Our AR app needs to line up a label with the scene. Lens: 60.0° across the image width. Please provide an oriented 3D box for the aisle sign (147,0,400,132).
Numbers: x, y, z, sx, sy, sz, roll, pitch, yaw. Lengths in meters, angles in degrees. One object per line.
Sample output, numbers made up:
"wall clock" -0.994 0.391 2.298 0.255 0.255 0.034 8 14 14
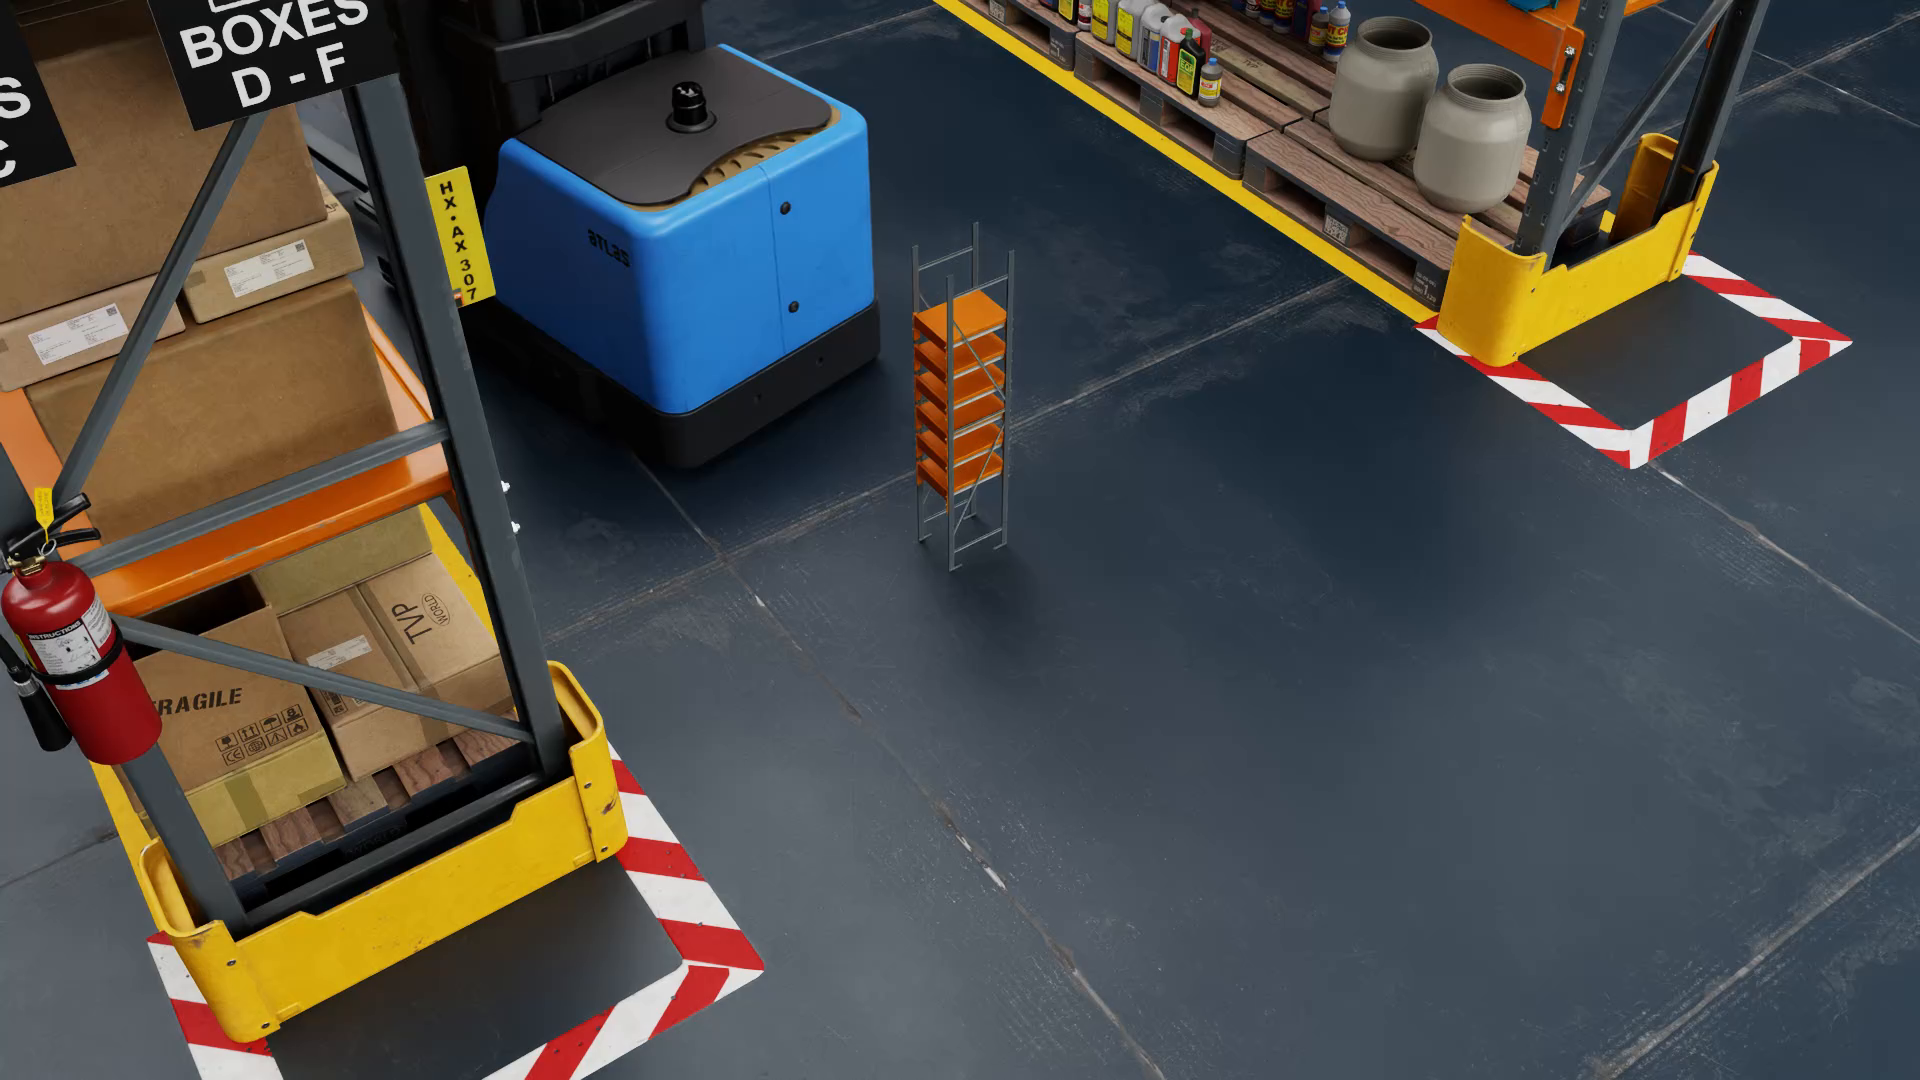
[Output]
"aisle sign" -1.244 -1.112 2.860 0.394 0.787 0.004 -26 49 -24

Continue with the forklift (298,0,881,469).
"forklift" -1.721 -2.213 5.945 3.031 2.935 1.130 33 53 30

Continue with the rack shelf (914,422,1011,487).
"rack shelf" 0.008 -0.307 5.441 0.258 0.103 0.180 -26 49 -24

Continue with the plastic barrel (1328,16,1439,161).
"plastic barrel" 1.806 -1.921 7.087 0.421 0.512 0.421 0 44 0

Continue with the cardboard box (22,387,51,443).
"cardboard box" -2.094 -0.689 4.227 0.700 0.500 0.500 -24 49 -23

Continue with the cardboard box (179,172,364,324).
"cardboard box" -1.581 -0.666 3.733 0.380 0.149 0.250 -26 49 -25

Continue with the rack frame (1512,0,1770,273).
"rack frame" 2.532 -2.042 5.717 1.000 3.000 0.127 -26 49 -24

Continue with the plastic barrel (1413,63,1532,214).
"plastic barrel" 2.093 -1.637 6.790 0.421 0.512 0.421 0 44 0

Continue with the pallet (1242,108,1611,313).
"pallet" 1.990 -1.520 7.190 1.003 0.211 1.213 -26 49 -24

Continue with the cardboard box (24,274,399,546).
"cardboard box" -1.789 -0.393 3.917 0.700 0.500 0.500 -26 49 -24

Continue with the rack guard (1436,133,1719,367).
"rack guard" 2.450 -1.163 6.606 1.175 0.500 0.348 -26 49 -24

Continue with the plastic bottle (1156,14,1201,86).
"plastic bottle" 1.000 -2.237 7.575 0.152 0.276 0.135 -25 49 -24

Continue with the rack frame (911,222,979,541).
"rack frame" -0.044 -0.478 5.381 0.240 1.200 0.006 -26 49 -24

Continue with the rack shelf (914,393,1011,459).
"rack shelf" 0.008 -0.394 5.358 0.258 0.103 0.180 -26 49 -24

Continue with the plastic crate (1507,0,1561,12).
"plastic crate" 2.000 -2.154 5.942 0.499 0.251 0.616 -26 49 -24

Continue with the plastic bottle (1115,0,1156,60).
"plastic bottle" 0.823 -2.435 7.728 0.144 0.351 0.185 -24 49 -23

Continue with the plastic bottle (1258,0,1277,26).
"plastic bottle" 1.497 -2.615 7.975 0.097 0.271 0.097 0 44 0

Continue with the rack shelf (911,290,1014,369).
"rack shelf" 0.008 -0.654 5.109 0.258 0.103 0.180 -26 49 -24

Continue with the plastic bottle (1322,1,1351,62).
"plastic bottle" 1.751 -2.365 7.712 0.097 0.271 0.097 0 44 0

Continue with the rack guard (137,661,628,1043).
"rack guard" -1.519 0.830 4.519 1.175 0.500 0.348 -26 49 -24

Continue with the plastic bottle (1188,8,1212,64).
"plastic bottle" 1.087 -2.282 7.617 0.061 0.283 0.133 -26 49 -24

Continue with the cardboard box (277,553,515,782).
"cardboard box" -1.657 0.363 4.884 0.500 0.250 0.500 -26 49 -24

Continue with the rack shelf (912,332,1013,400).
"rack shelf" 0.008 -0.567 5.192 0.258 0.103 0.180 -26 49 -24

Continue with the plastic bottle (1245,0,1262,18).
"plastic bottle" 1.441 -2.646 8.058 0.097 0.201 0.097 0 44 0

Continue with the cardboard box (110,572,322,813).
"cardboard box" -2.084 0.297 4.410 0.500 0.500 0.500 -26 49 -24

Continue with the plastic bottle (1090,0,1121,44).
"plastic bottle" 0.716 -2.540 7.838 0.144 0.351 0.185 -26 49 -25

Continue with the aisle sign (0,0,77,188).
"aisle sign" -1.736 -0.875 2.611 0.394 0.787 0.004 -26 49 -24

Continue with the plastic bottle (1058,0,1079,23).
"plastic bottle" 0.534 -2.646 7.998 0.061 0.283 0.133 -24 48 -23

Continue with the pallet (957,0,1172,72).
"pallet" 0.594 -2.902 8.637 1.003 0.211 1.213 -26 49 -24

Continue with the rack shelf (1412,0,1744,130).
"rack shelf" 1.388 -2.915 7.152 1.077 0.370 4.000 -26 49 -24

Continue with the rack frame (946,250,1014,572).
"rack frame" 0.061 -0.374 5.273 0.240 1.200 0.006 -26 49 -24

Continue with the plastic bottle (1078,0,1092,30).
"plastic bottle" 0.616 -2.557 7.964 0.097 0.201 0.097 0 44 0

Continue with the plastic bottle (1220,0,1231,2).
"plastic bottle" 1.323 -2.763 8.179 0.097 0.201 0.097 0 44 0

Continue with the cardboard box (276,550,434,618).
"cardboard box" -1.946 0.082 5.179 0.500 0.250 0.500 -26 49 -24

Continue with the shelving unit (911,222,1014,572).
"shelving unit" 0.008 -0.426 5.327 0.258 1.200 0.189 -26 49 -24

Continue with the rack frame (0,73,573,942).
"rack frame" -1.533 -0.088 3.670 1.000 3.000 0.127 -26 49 -24

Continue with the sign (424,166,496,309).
"sign" -1.074 -0.645 3.570 0.100 0.325 0.005 -26 49 -24

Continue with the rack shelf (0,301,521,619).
"rack shelf" -2.677 -0.960 5.105 1.077 0.370 4.000 -26 49 -24

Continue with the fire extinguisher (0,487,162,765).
"fire extinguisher" -1.846 0.191 3.434 0.296 0.674 0.183 -26 49 -24

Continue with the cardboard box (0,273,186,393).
"cardboard box" -1.908 -0.500 3.559 0.380 0.149 0.250 -27 50 -25

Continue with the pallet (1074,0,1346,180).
"pallet" 1.296 -2.211 7.913 1.003 0.211 1.213 -26 49 -24

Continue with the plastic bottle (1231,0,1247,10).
"plastic bottle" 1.381 -2.730 8.095 0.097 0.271 0.097 0 44 0

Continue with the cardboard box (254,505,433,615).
"cardboard box" -1.945 -0.190 4.921 0.500 0.500 0.500 -26 49 -24

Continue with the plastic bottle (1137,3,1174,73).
"plastic bottle" 0.921 -2.315 7.657 0.152 0.276 0.135 -27 50 -25

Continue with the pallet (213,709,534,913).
"pallet" -2.005 0.504 5.069 1.003 0.211 1.213 -26 49 -24

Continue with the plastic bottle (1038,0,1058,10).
"plastic bottle" 0.473 -2.781 8.090 0.144 0.351 0.185 -28 50 -26

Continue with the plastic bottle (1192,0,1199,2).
"plastic bottle" 1.146 -2.806 8.166 0.061 0.283 0.133 -26 49 -24

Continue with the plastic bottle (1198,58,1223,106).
"plastic bottle" 1.122 -2.056 7.440 0.097 0.201 0.097 0 44 0

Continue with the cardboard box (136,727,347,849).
"cardboard box" -2.082 0.568 4.670 0.500 0.250 0.500 -26 49 -24

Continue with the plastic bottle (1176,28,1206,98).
"plastic bottle" 1.040 -2.145 7.473 0.061 0.283 0.133 -25 49 -24

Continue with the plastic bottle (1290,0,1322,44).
"plastic bottle" 1.636 -2.504 7.850 0.061 0.283 0.133 -25 49 -24

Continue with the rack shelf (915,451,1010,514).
"rack shelf" 0.008 -0.220 5.524 0.258 0.103 0.180 -26 49 -24

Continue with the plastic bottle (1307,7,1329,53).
"plastic bottle" 1.691 -2.398 7.797 0.097 0.201 0.097 0 44 0

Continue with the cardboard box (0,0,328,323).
"cardboard box" -1.820 -0.893 3.501 0.700 0.500 0.500 -26 49 -24

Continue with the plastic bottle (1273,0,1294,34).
"plastic bottle" 1.555 -2.559 7.915 0.097 0.271 0.097 0 44 0

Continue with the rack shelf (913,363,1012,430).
"rack shelf" 0.008 -0.480 5.275 0.258 0.103 0.180 -26 49 -24
